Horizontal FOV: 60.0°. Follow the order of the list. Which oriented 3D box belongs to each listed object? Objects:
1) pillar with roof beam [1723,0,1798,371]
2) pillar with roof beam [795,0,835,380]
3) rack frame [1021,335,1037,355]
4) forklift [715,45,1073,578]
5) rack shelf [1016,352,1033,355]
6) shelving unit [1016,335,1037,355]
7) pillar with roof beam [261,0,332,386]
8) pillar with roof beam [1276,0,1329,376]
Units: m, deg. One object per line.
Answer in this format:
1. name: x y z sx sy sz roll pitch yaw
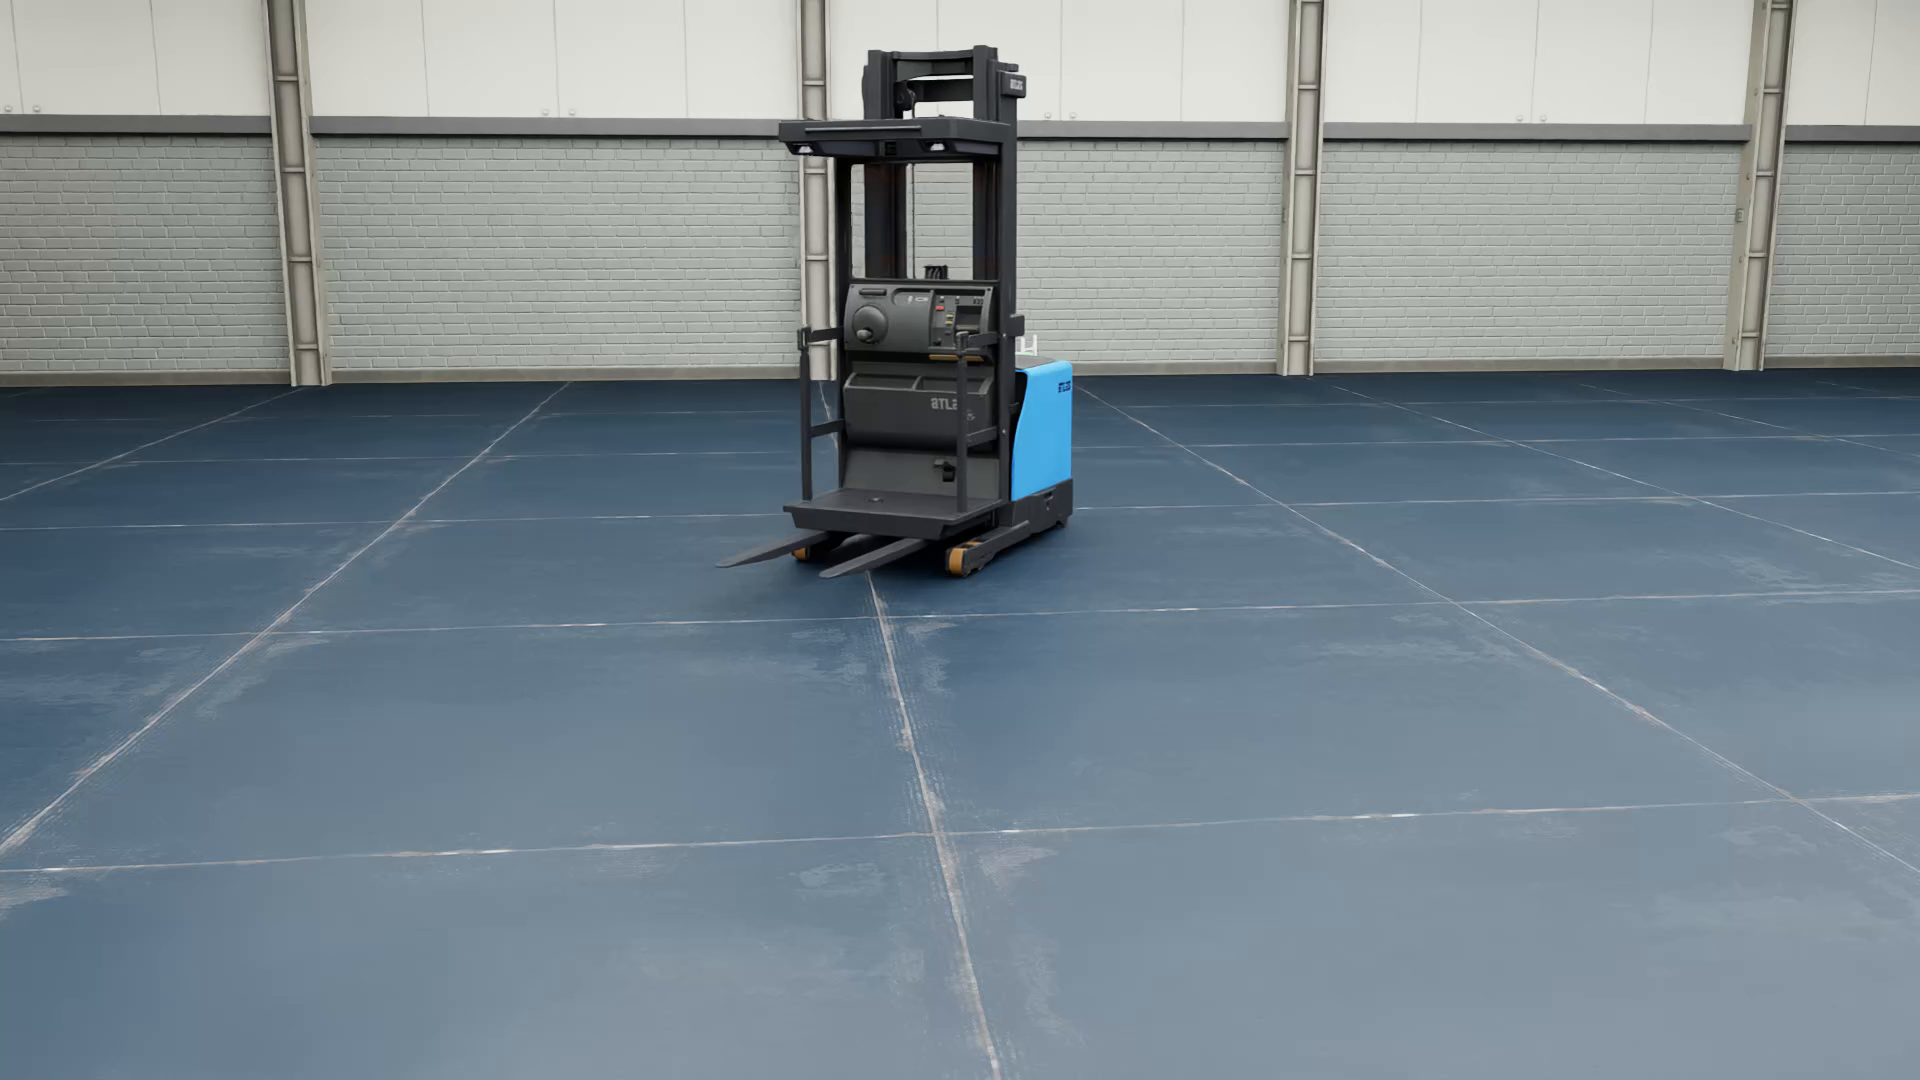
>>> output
1. pillar with roof beam: 10.661 -5.811 16.601 0.400 9.000 9.100 -1 11 -6
2. pillar with roof beam: -1.269 -5.561 15.329 0.400 9.000 9.100 -1 11 -6
3. rack frame: 0.457 -0.760 11.124 0.015 1.200 0.240 5 12 23
4. forklift: -0.332 -1.327 9.518 1.130 2.935 3.031 5 12 24
5. rack shelf: 0.234 -1.187 11.141 0.480 0.148 0.258 5 12 23
6. shelving unit: 0.234 -0.779 11.221 0.503 1.200 0.258 5 12 23
7. pillar with roof beam: -7.234 -5.436 14.693 0.400 9.000 9.100 -1 11 -6
8. pillar with roof beam: 4.696 -5.686 15.965 0.400 9.000 9.100 -1 11 -6
